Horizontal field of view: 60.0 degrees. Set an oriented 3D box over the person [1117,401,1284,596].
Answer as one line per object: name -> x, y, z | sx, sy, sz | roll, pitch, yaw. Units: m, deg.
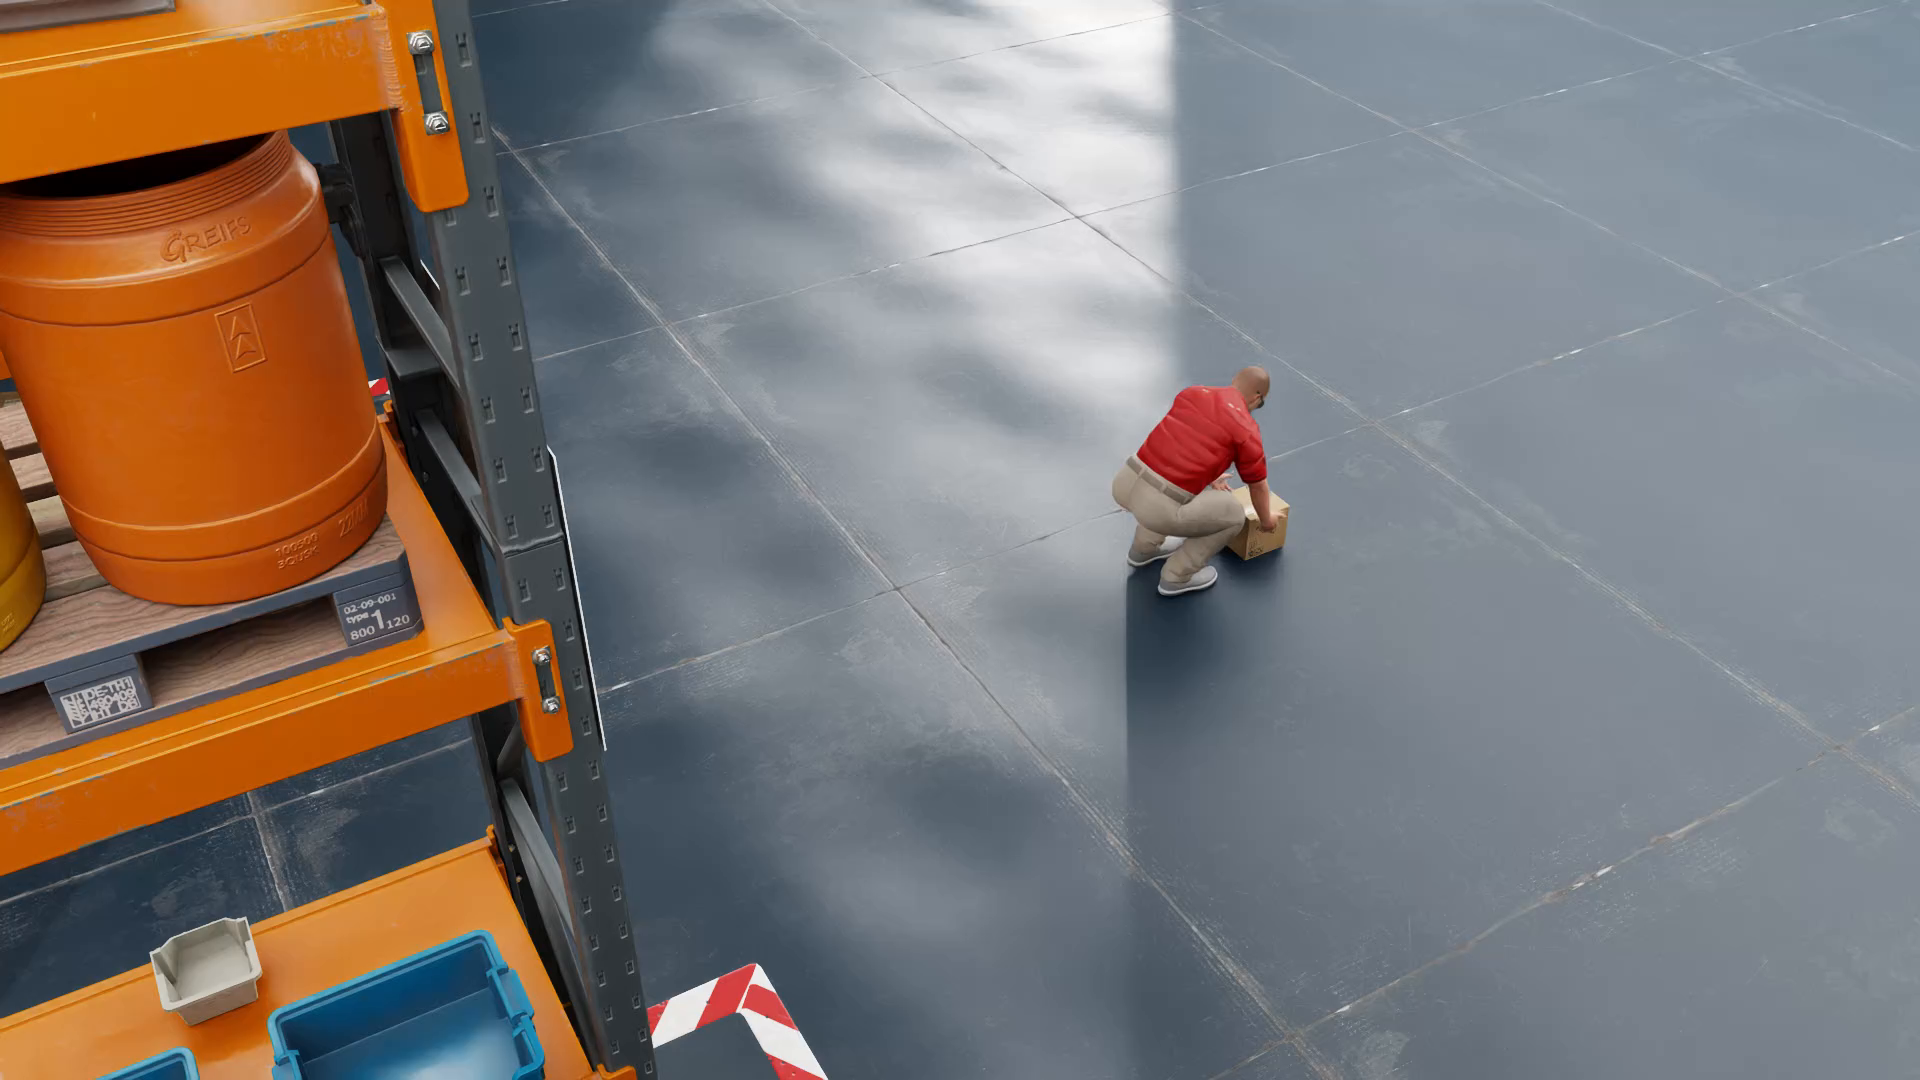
person -> 1.177, -0.182, 8.055 | 0.902, 0.848, 0.540 | -20, 41, -24
